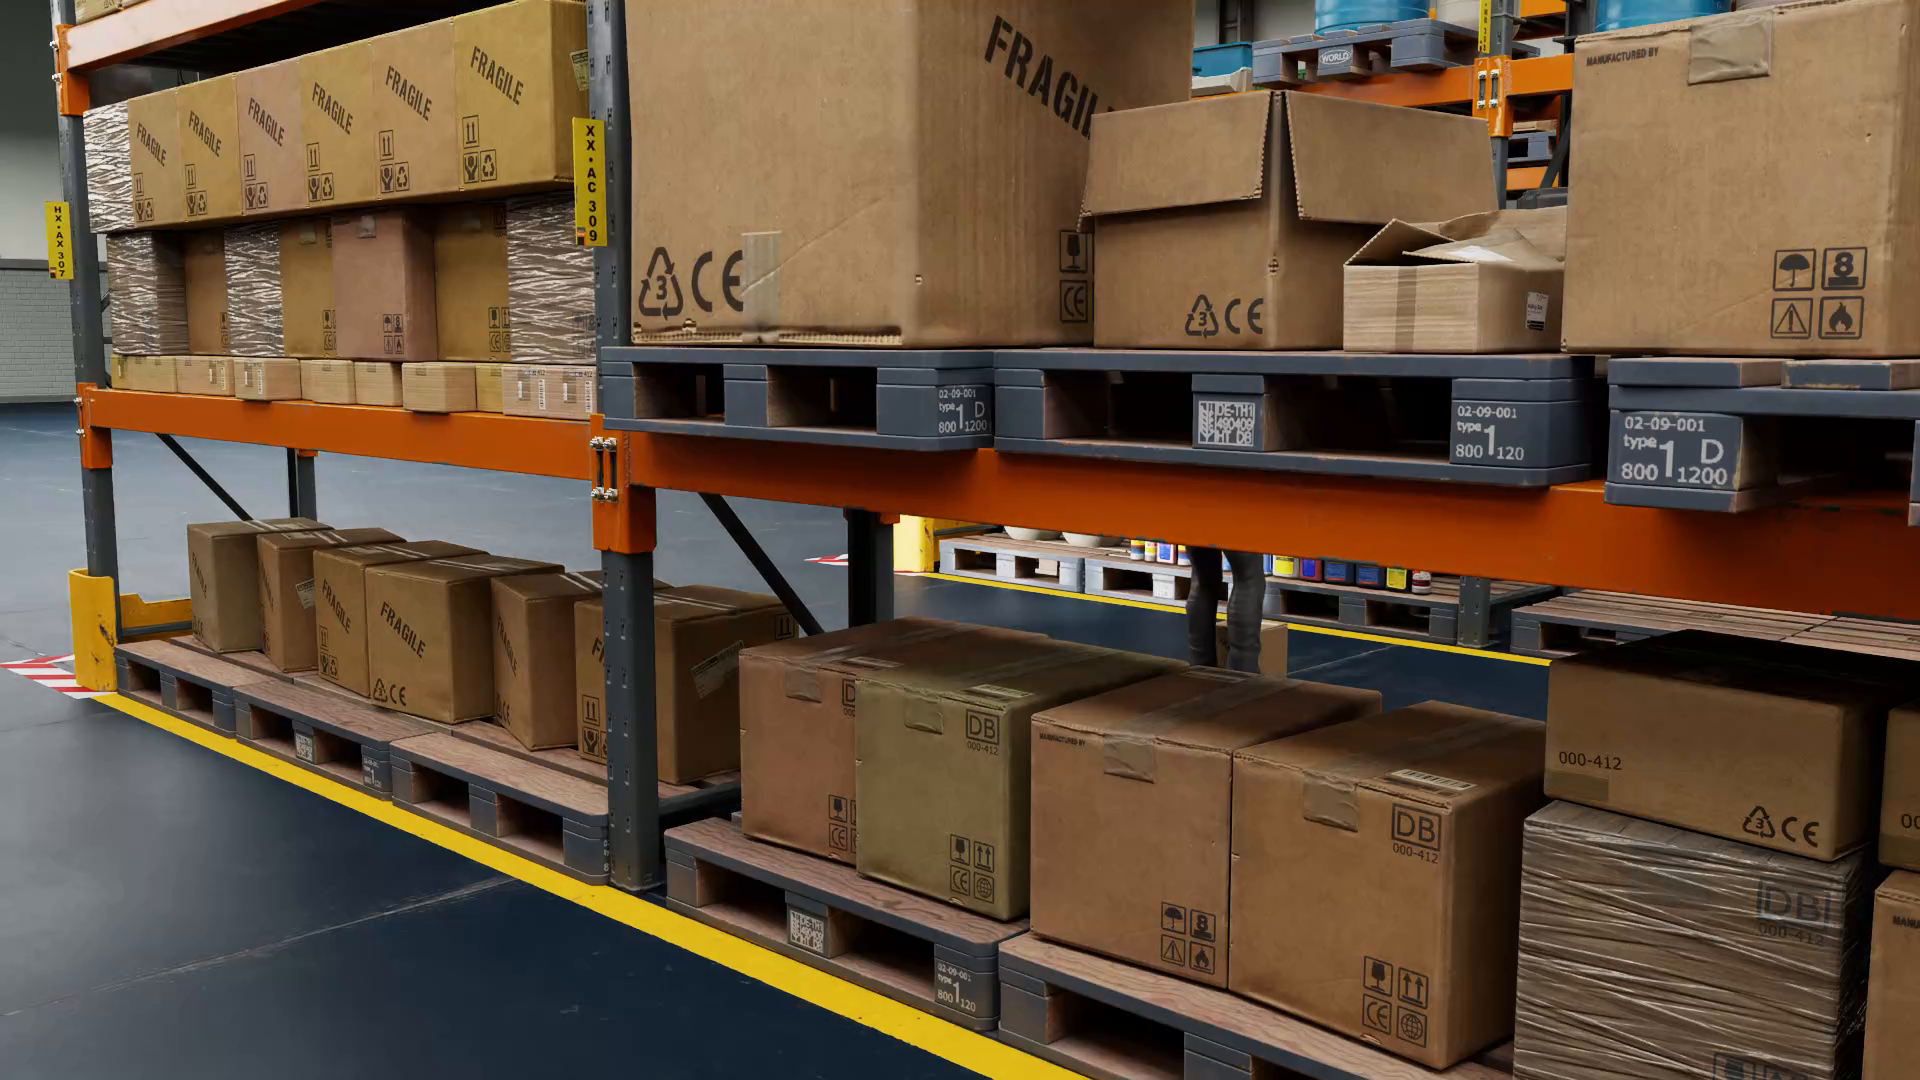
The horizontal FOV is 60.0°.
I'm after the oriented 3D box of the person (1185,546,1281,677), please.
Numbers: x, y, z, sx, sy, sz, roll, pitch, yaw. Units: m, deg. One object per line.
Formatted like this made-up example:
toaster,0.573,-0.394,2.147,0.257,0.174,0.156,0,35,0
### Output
person,1.154,-0.180,7.214,0.527,1.656,0.394,6,10,41
